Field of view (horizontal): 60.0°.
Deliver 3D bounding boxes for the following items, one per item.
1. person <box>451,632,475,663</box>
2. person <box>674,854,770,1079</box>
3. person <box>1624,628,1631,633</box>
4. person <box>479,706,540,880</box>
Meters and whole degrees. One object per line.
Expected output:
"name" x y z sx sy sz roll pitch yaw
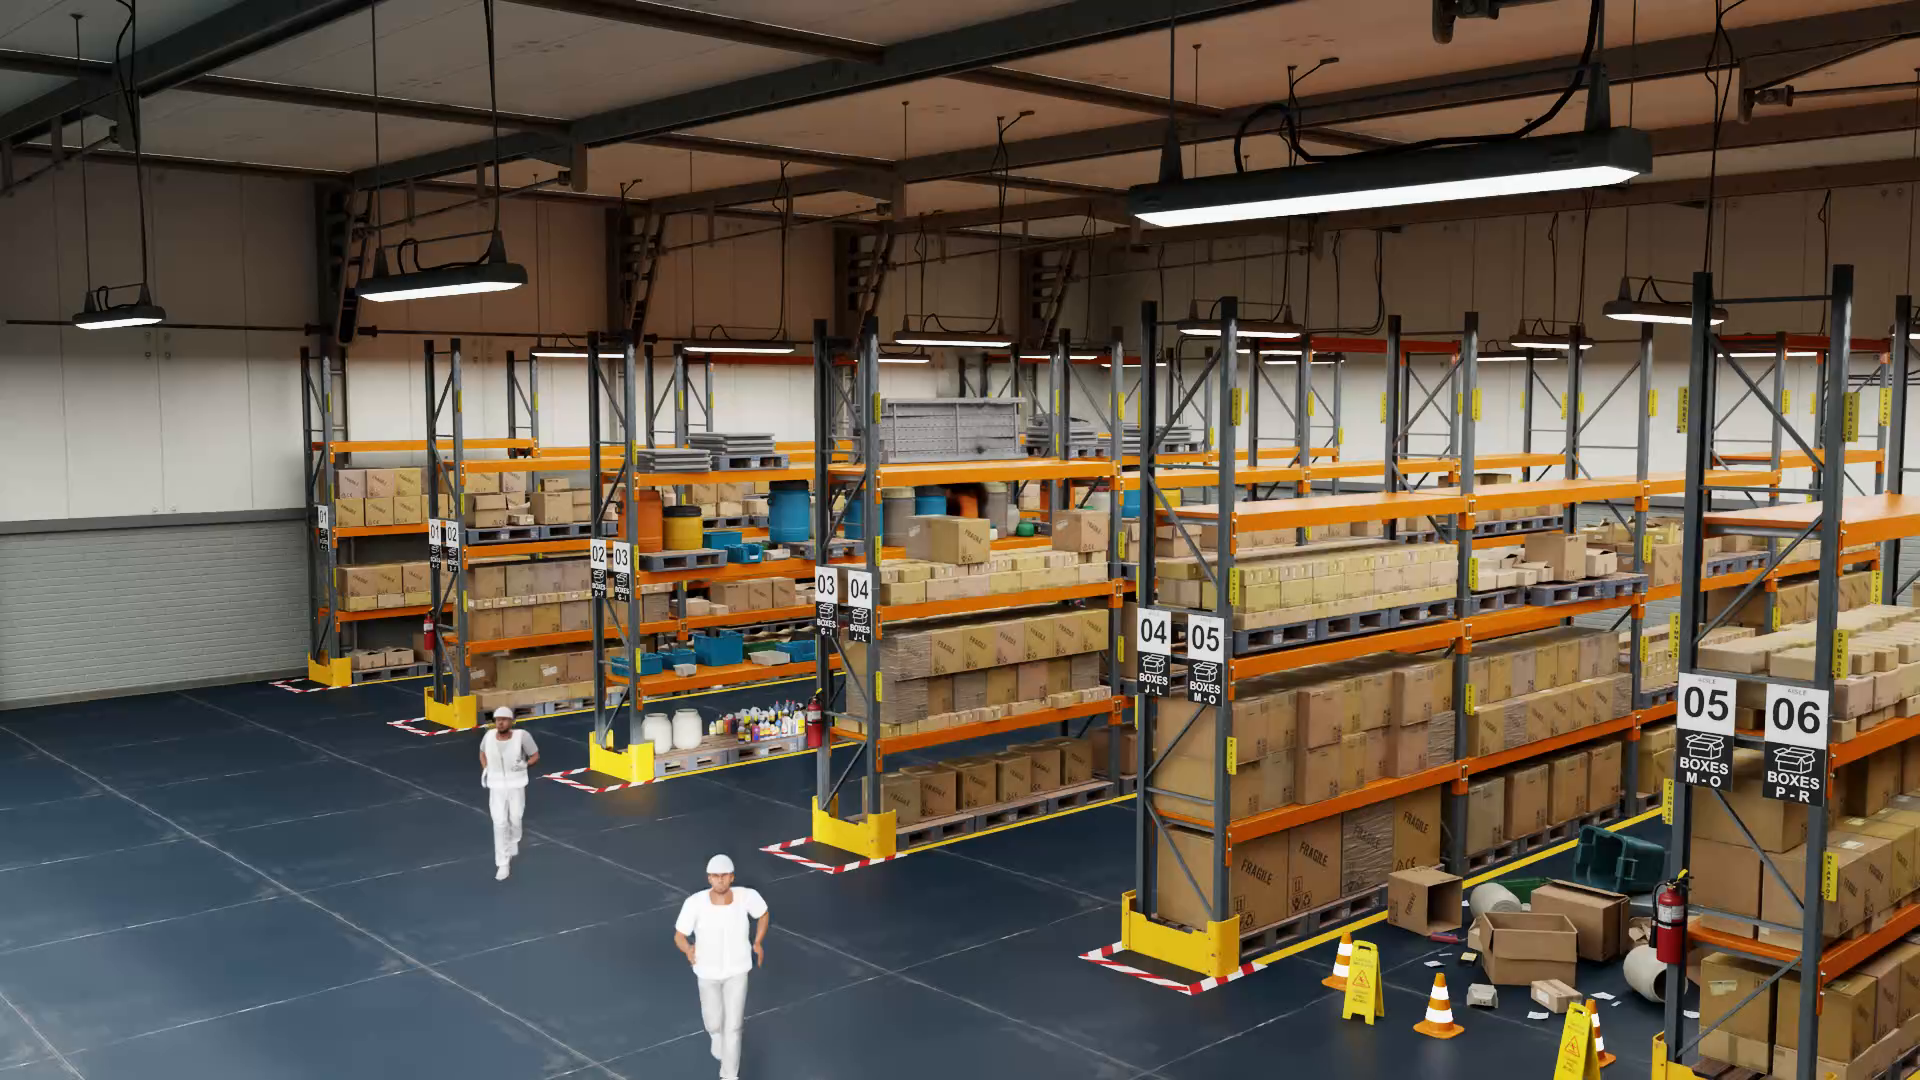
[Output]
"person" -8.270 1.829 27.985 0.670 1.801 0.728 4 7 40
"person" -1.762 3.200 12.334 0.700 1.772 0.963 -1 5 -7
"person" 9.997 2.161 24.854 0.697 1.695 0.538 -4 7 -40
"person" -4.889 2.685 18.046 0.665 1.796 0.926 -1 5 -9
